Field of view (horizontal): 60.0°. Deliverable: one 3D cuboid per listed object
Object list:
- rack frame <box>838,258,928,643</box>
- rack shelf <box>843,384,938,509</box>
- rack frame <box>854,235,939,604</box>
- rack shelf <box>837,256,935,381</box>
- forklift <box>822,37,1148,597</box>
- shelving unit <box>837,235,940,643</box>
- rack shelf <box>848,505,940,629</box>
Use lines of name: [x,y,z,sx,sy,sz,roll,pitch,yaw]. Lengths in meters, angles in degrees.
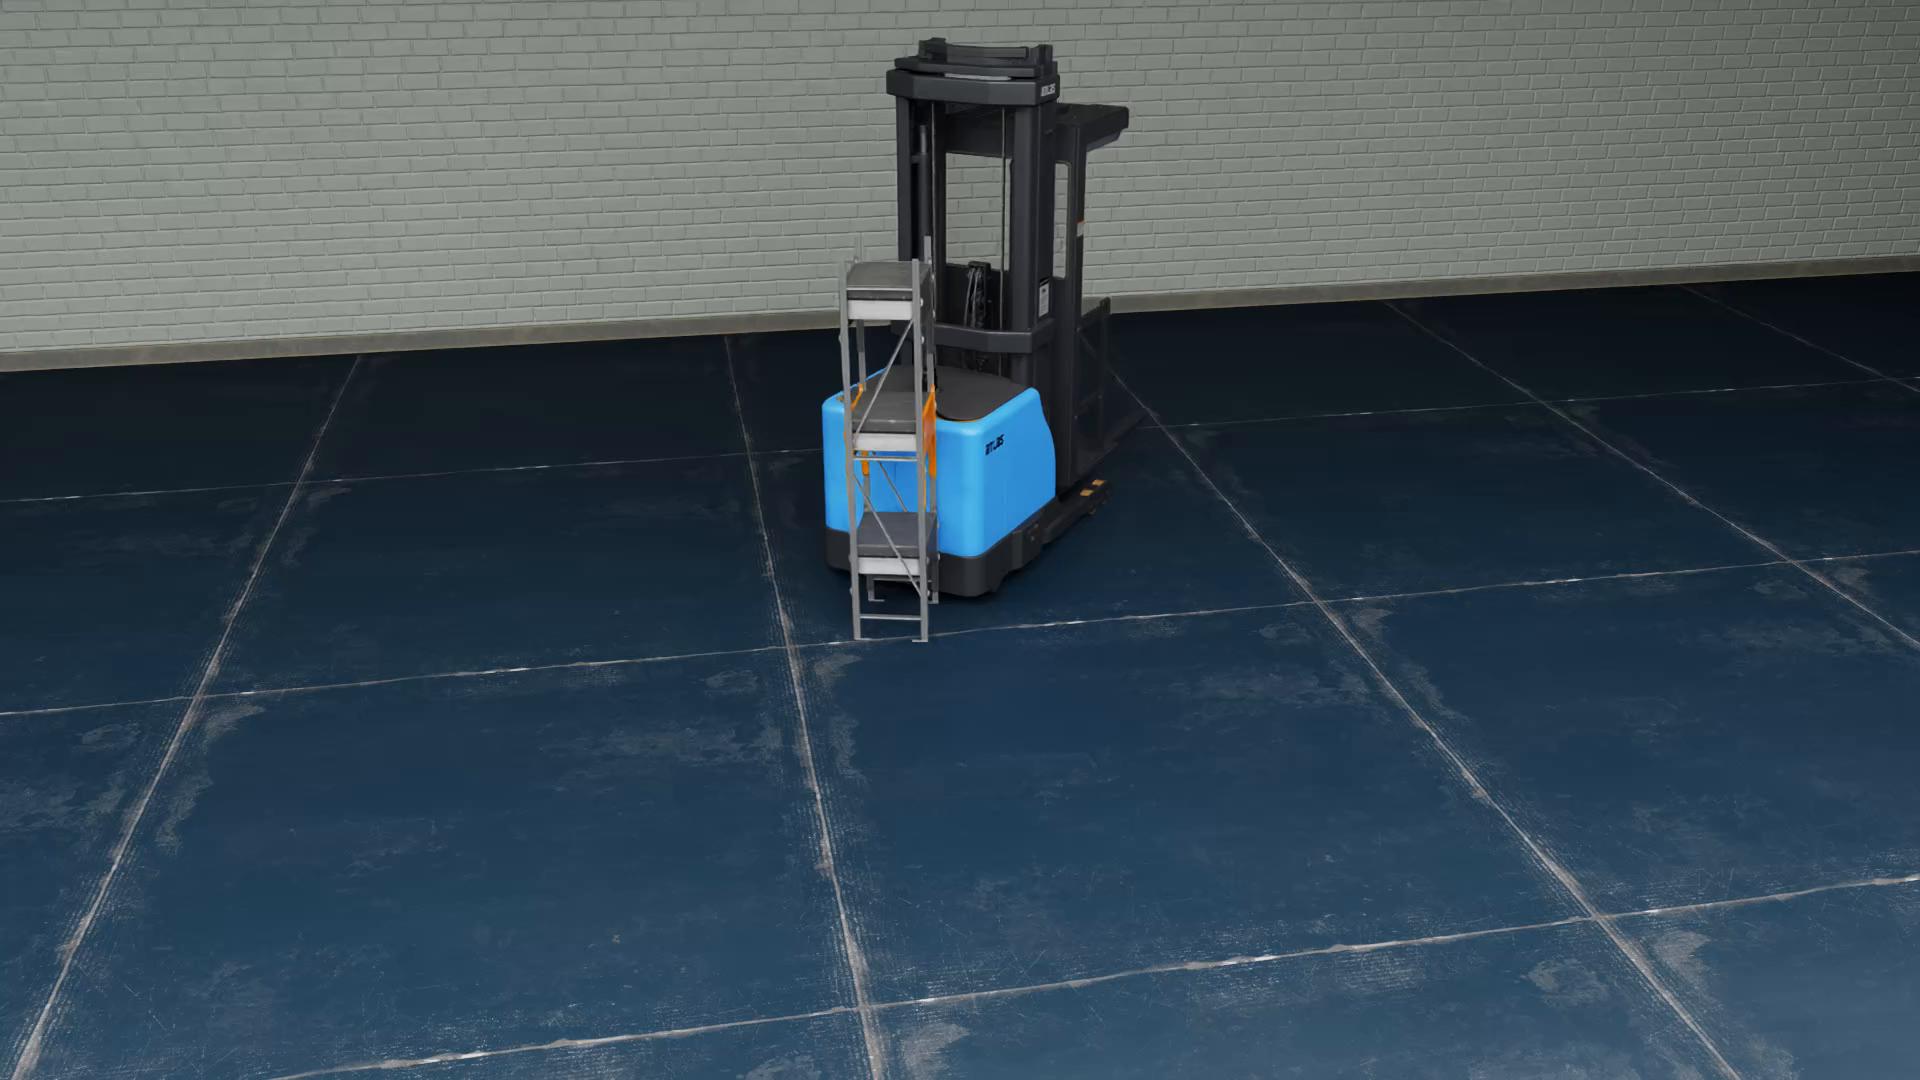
rack frame: [-0.386,-0.415,8.569,0.400,2.100,0.015,2,24,6]
rack shelf: [-0.361,-0.500,8.797,0.431,0.518,0.480,2,24,6]
rack frame: [-0.336,-0.609,9.014,0.400,2.100,0.015,2,24,6]
rack shelf: [-0.370,-1.141,8.517,0.431,0.518,0.480,2,24,6]
forklift: [0.333,-1.577,10.199,1.130,2.935,3.031,12,26,25]
shelving unit: [-0.361,-0.512,8.791,0.431,2.100,0.503,2,24,6]
rack shelf: [-0.351,0.142,9.076,0.431,0.518,0.480,2,24,6]
